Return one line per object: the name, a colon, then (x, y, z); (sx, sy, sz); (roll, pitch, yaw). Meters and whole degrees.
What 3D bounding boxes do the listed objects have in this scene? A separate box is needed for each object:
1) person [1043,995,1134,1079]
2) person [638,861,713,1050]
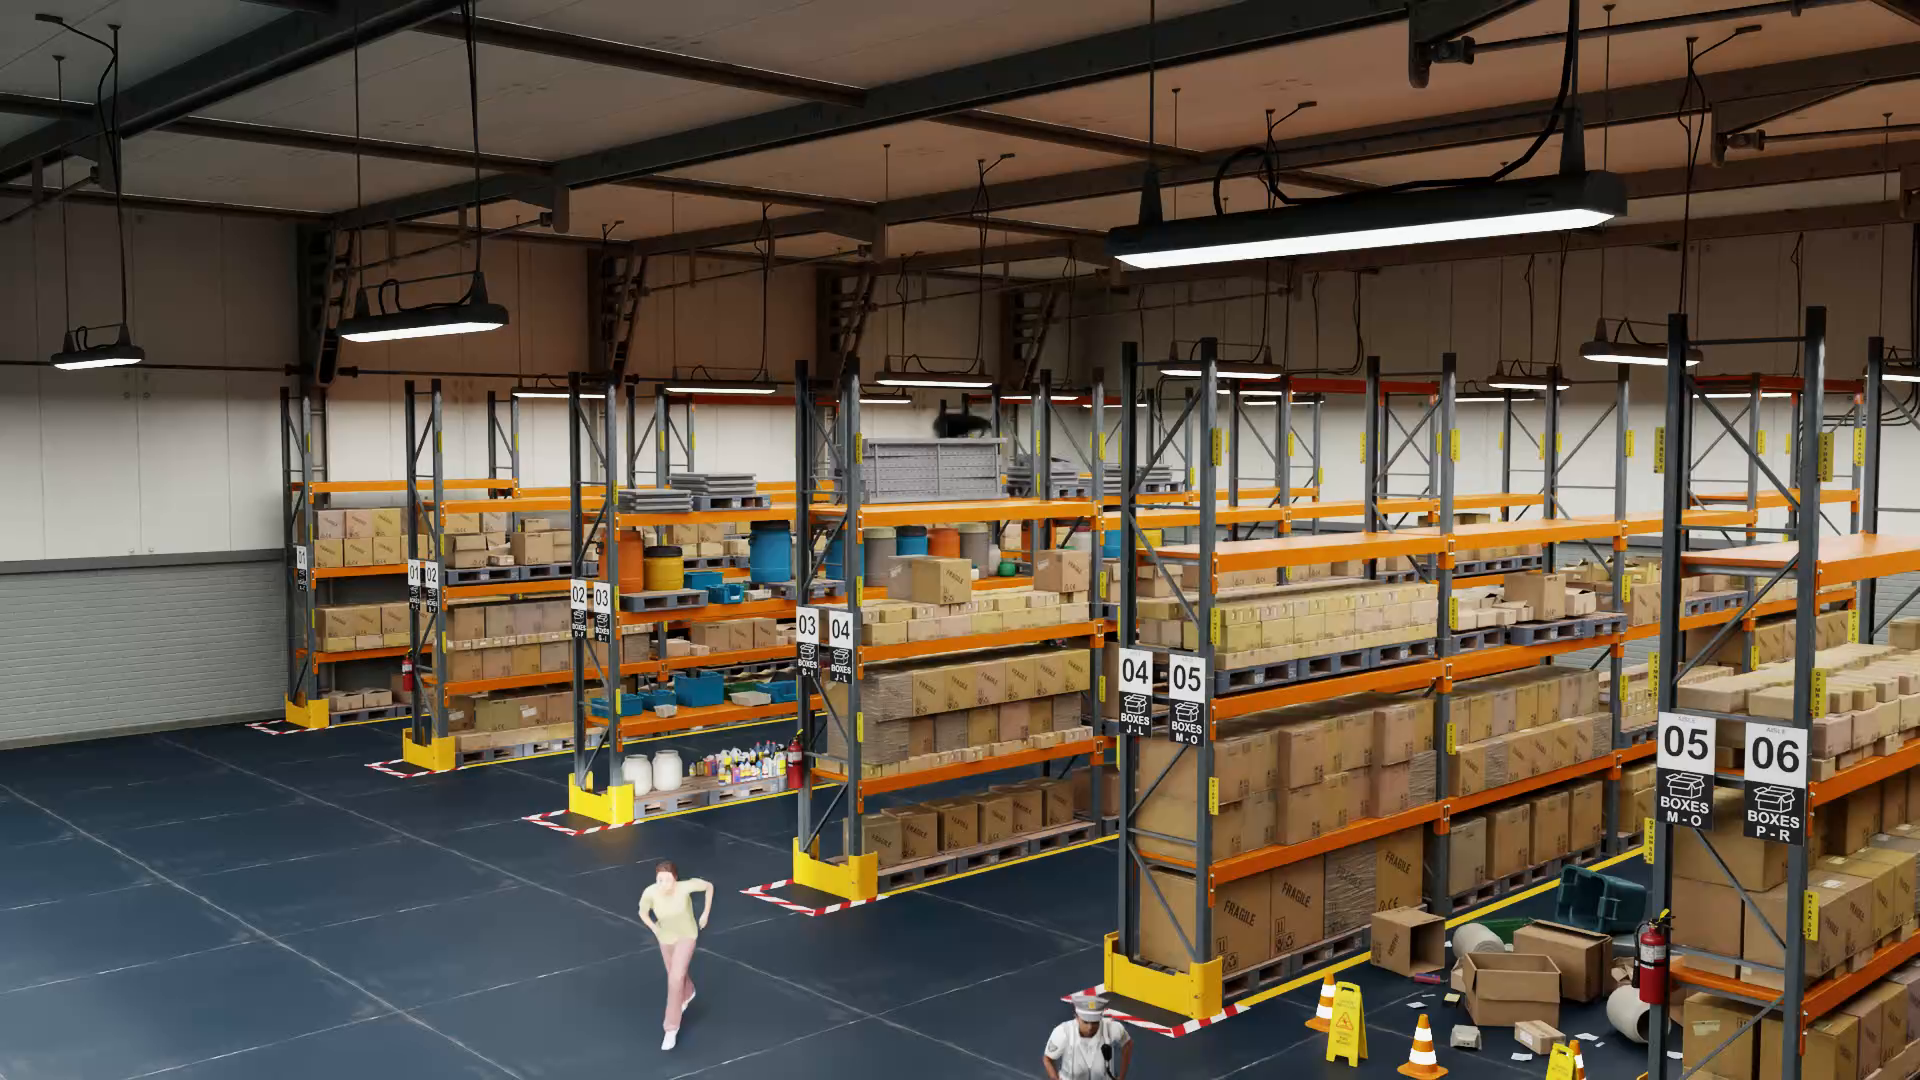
person: (0.832, 3.687, 10.976); (0.601, 1.628, 0.923); (0, 4, -4)
person: (-2.422, 3.481, 14.345); (0.619, 1.625, 0.952); (0, 4, 3)
